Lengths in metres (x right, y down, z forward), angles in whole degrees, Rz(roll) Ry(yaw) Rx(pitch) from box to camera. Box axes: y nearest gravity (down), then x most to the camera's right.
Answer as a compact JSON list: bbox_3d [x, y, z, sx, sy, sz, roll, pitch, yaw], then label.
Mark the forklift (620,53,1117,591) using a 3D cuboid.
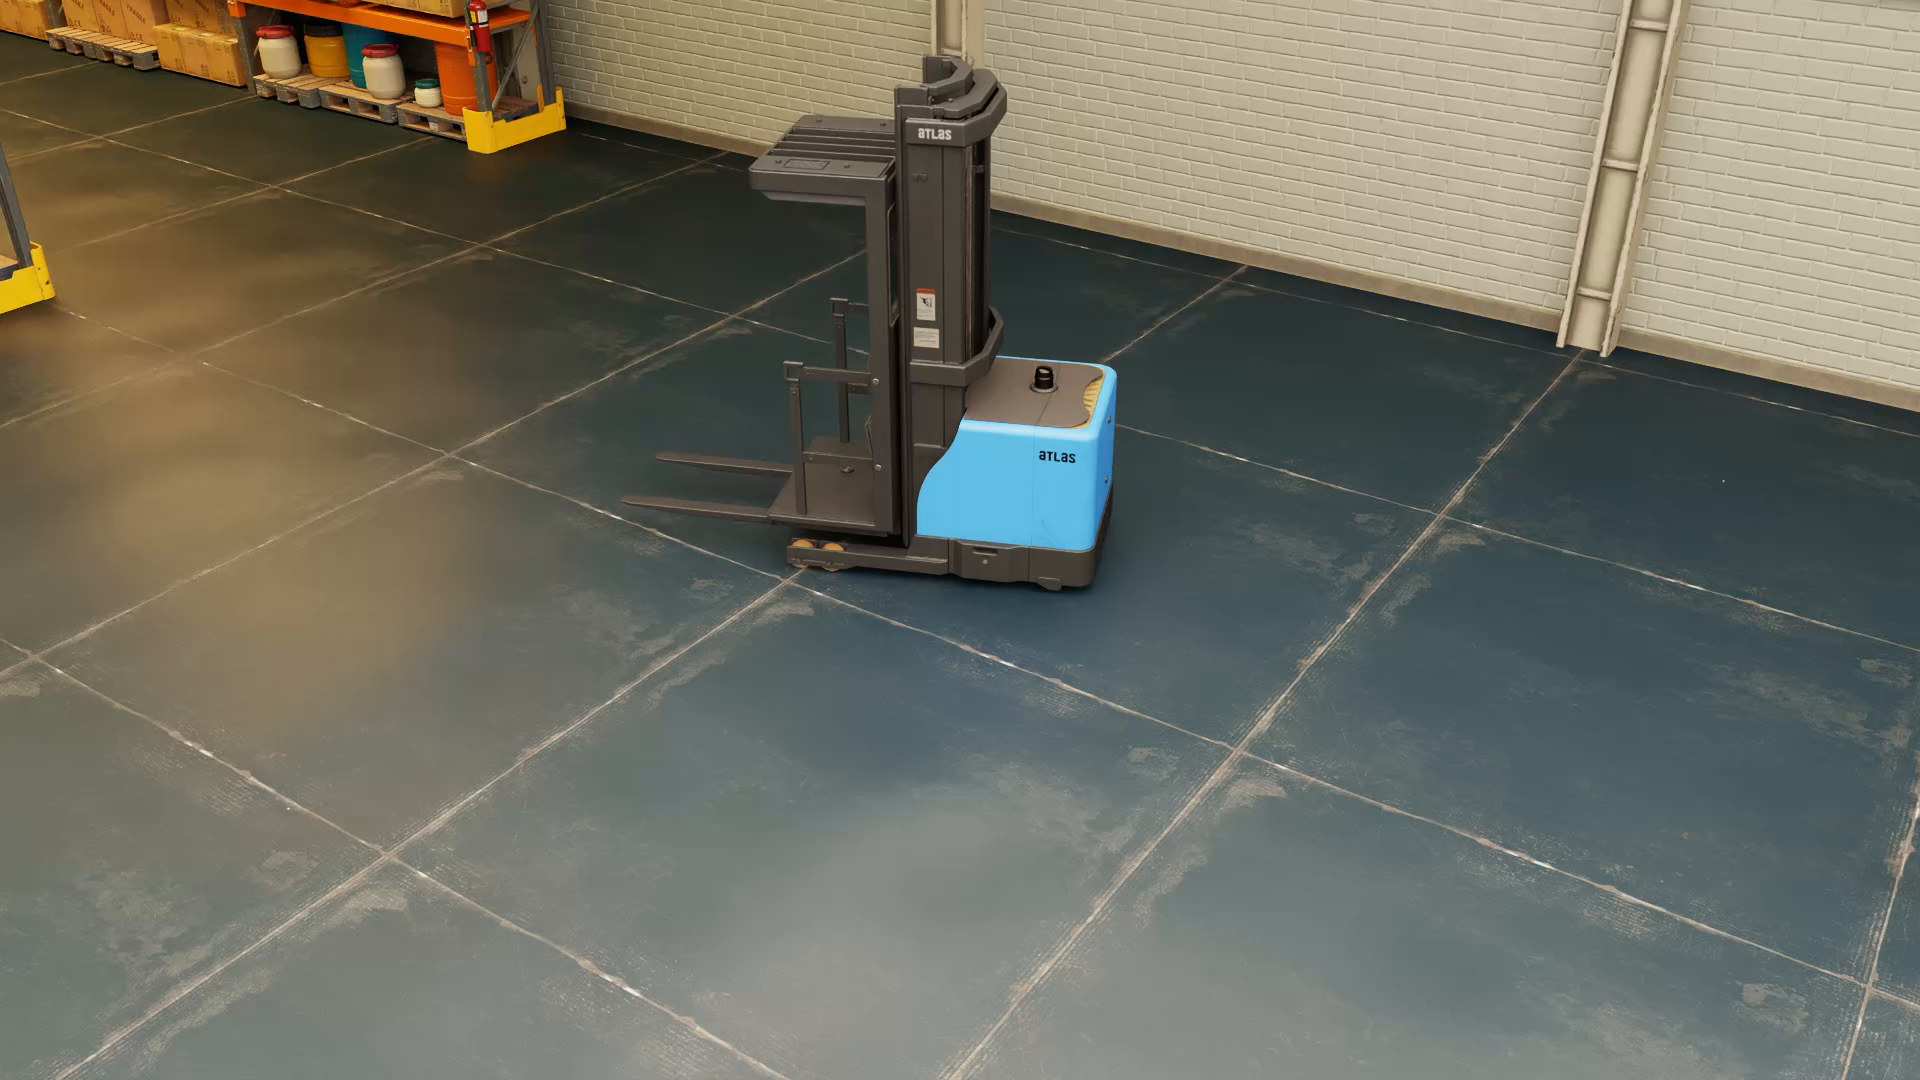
[{"bbox_3d":[-0.596,-1.330,9.871,3.031,2.935,1.130,6,31,10],"label":"forklift"}]
